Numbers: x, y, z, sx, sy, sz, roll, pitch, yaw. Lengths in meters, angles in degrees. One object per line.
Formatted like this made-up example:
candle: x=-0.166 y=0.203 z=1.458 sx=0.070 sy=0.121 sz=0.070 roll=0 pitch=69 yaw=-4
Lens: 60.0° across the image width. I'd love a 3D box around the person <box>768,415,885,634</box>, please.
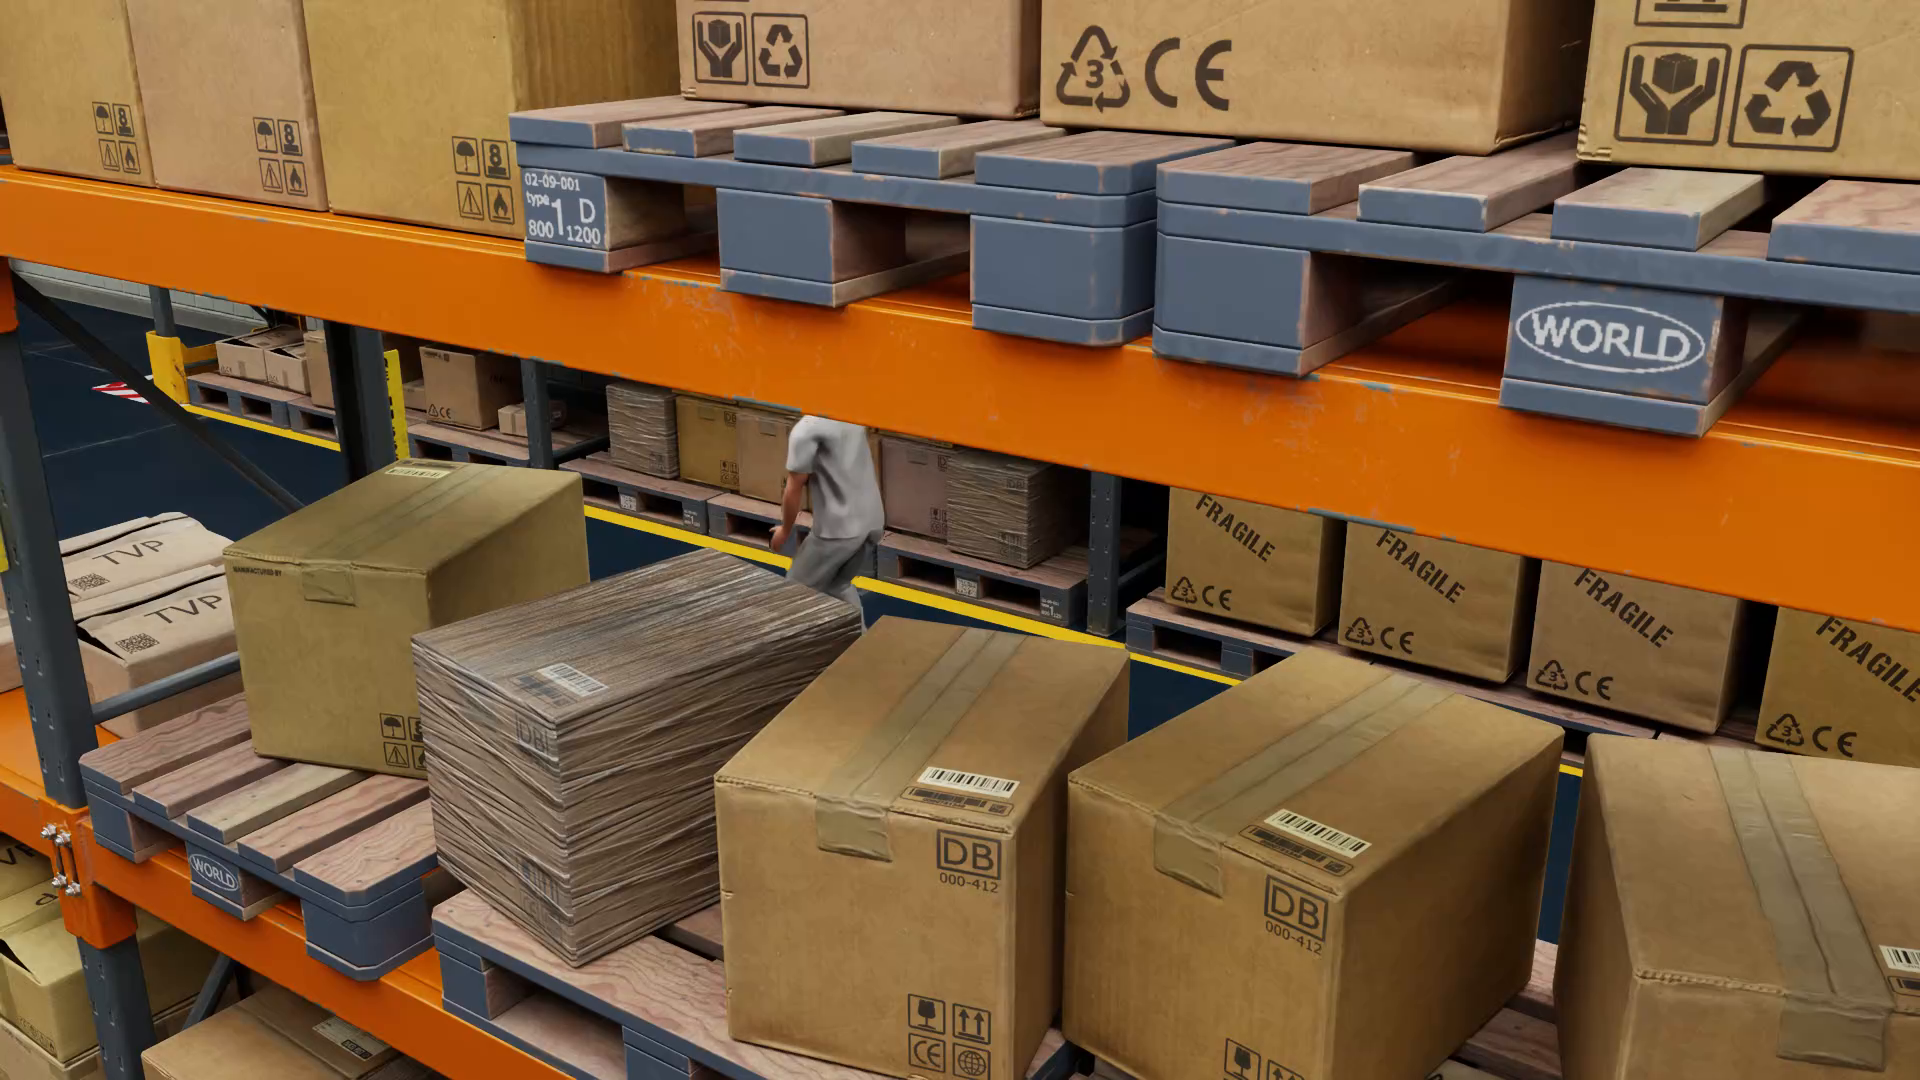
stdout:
person: x=-0.591 y=-0.055 z=7.391 sx=0.467 sy=1.573 sz=0.475 roll=14 pitch=24 yaw=33
